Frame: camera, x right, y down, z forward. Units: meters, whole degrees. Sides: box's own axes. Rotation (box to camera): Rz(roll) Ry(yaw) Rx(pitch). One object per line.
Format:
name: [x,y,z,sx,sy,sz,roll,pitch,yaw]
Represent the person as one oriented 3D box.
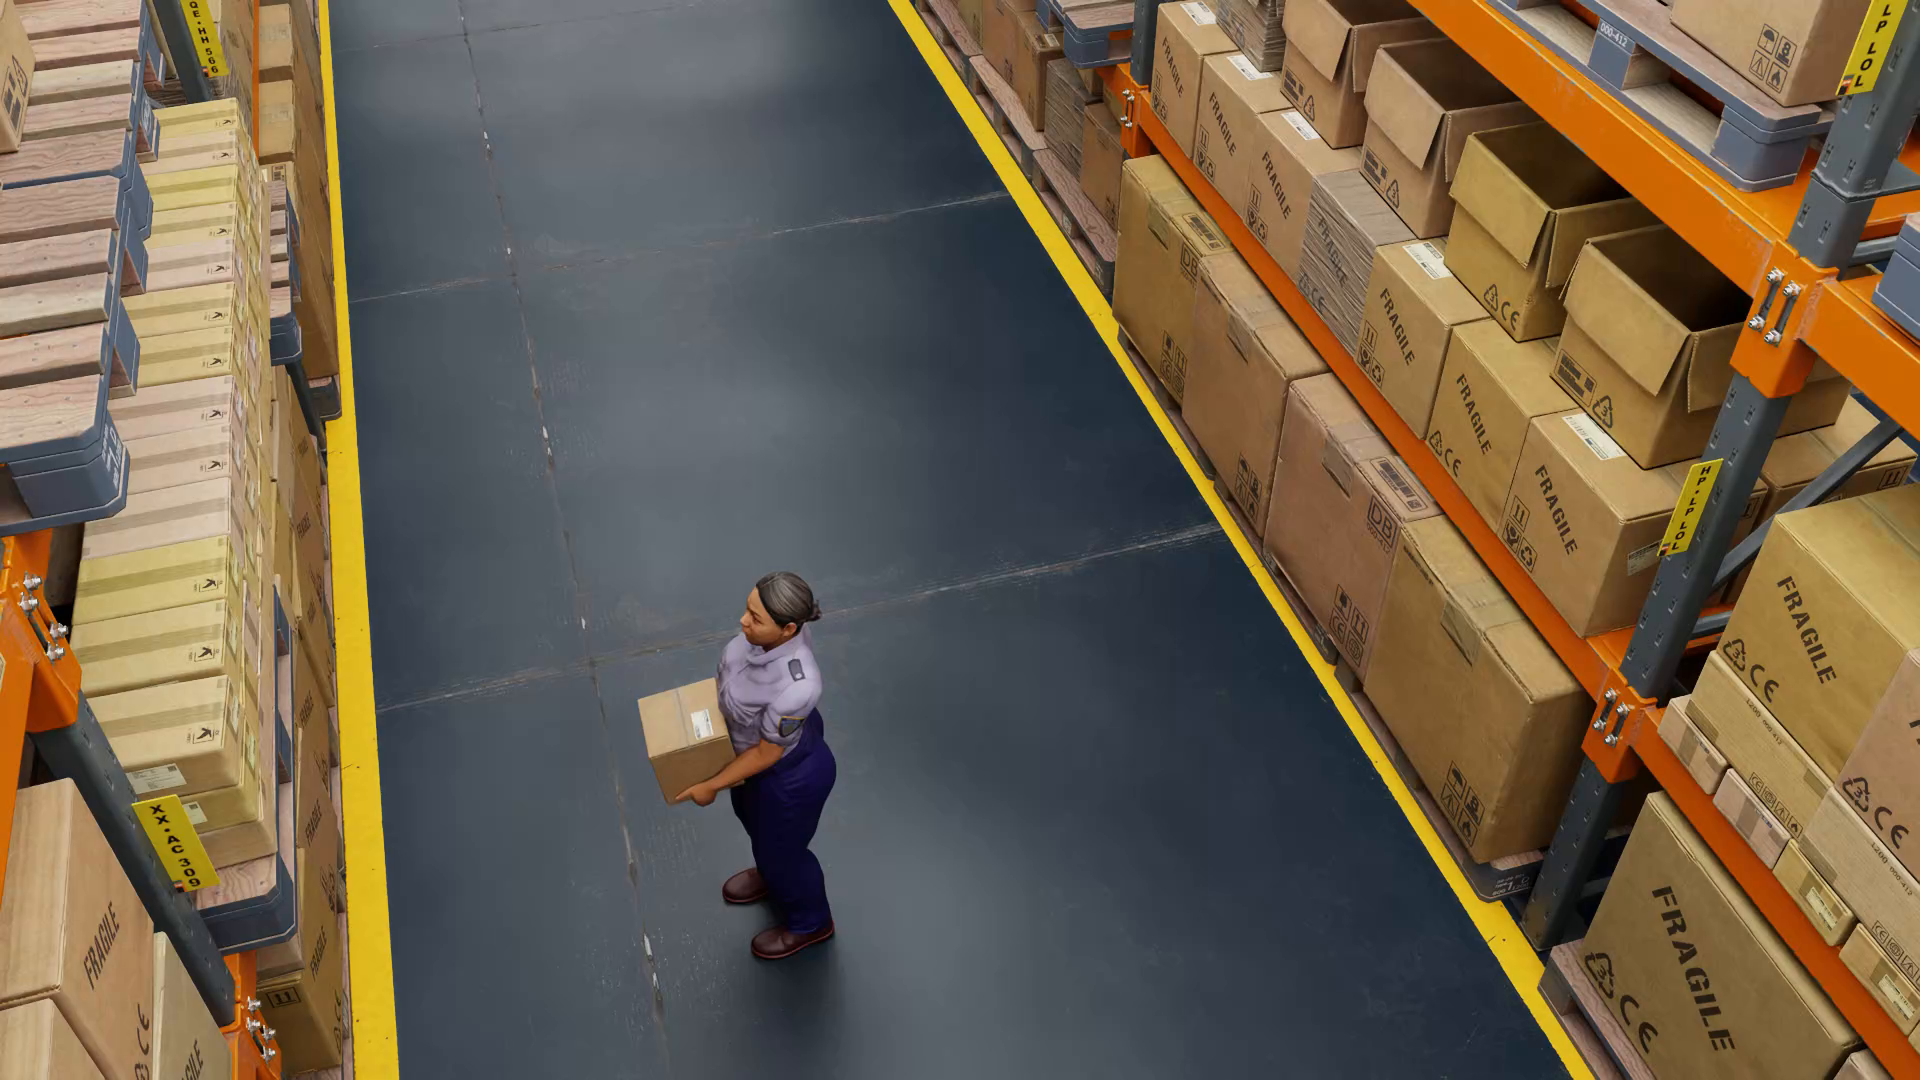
person: [-0.670,0.733,5.381,0.524,1.636,0.453,-11,44,-12]
